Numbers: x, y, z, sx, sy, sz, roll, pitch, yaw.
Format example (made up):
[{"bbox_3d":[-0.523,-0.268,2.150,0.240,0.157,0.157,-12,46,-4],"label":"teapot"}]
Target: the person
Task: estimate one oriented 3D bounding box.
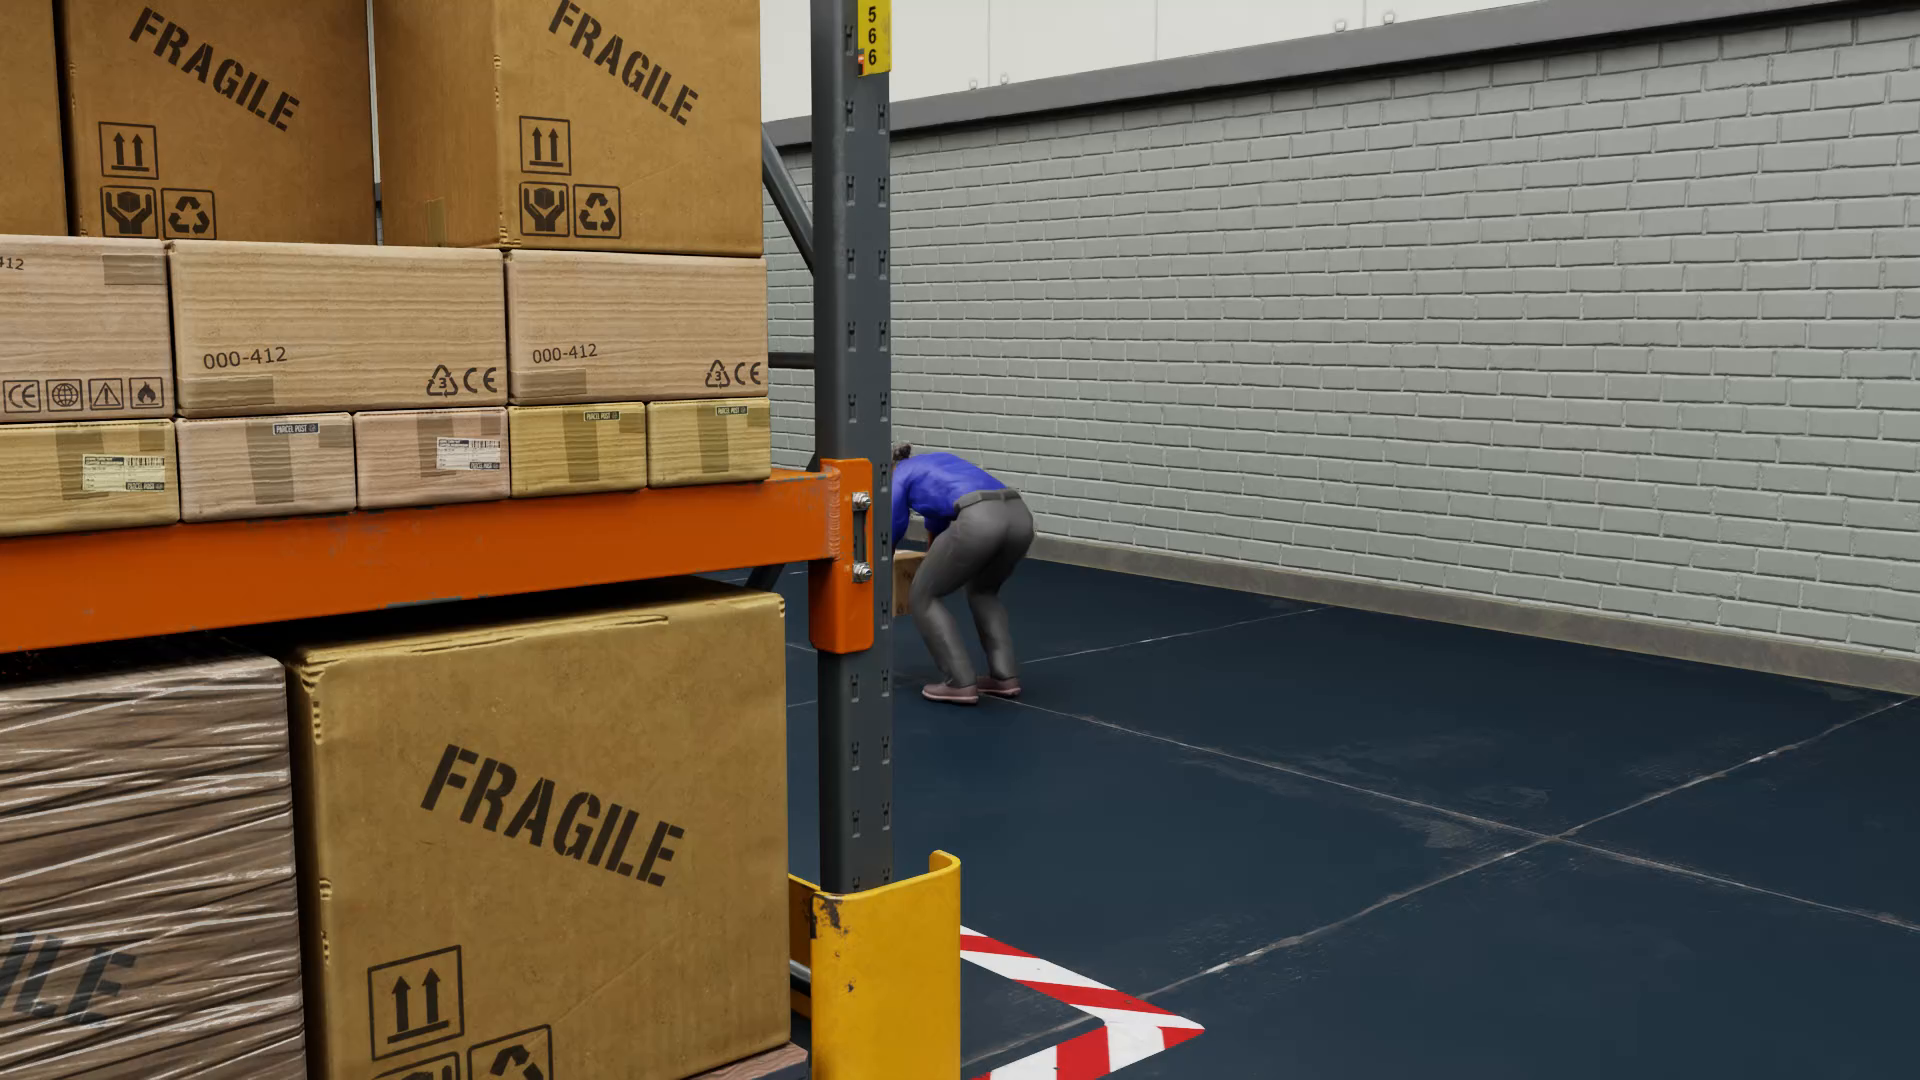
[{"bbox_3d":[-0.070,0.127,7.132,0.455,1.064,0.857,-7,10,-44],"label":"person"}]
